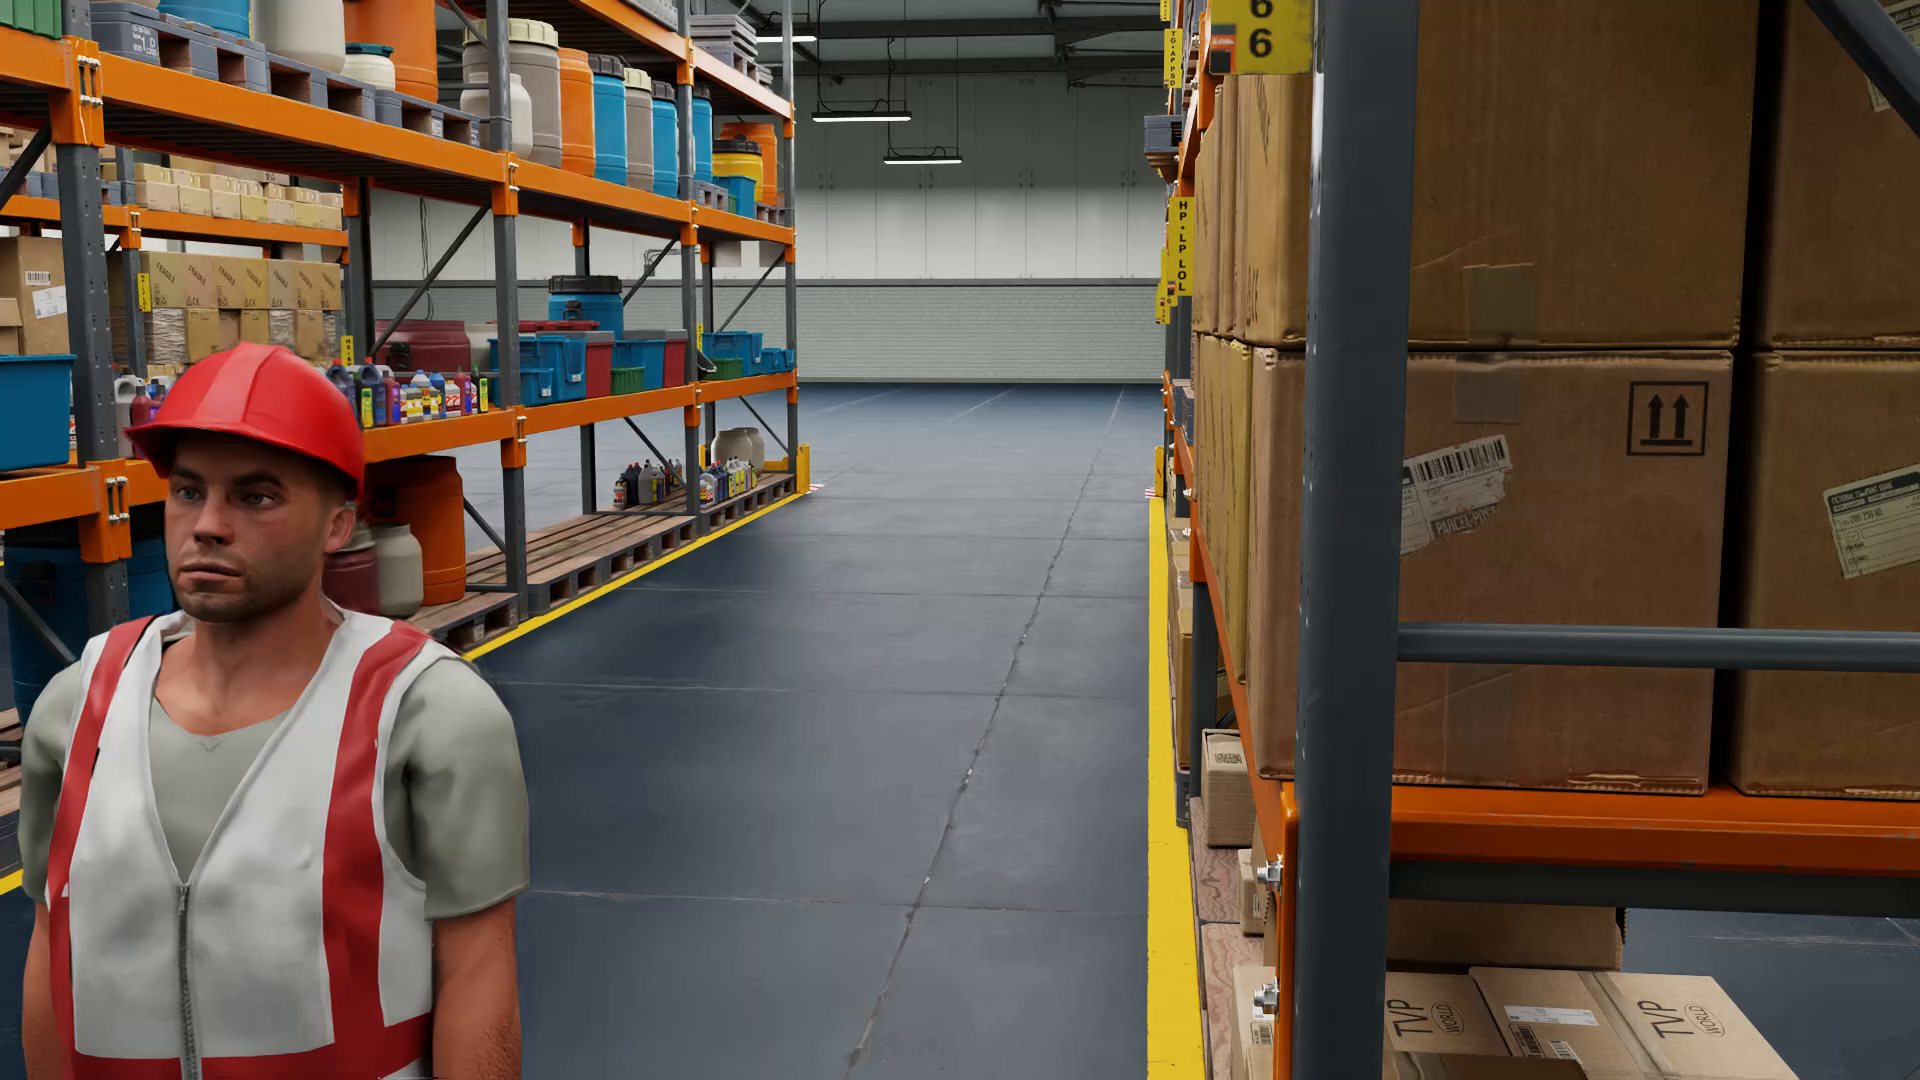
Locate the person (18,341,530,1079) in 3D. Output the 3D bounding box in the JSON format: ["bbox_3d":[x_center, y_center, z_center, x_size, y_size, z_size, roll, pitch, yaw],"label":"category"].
[{"bbox_3d":[-0.721,0.711,1.670,0.554,1.807,0.472,0,7,-2],"label":"person"}]
